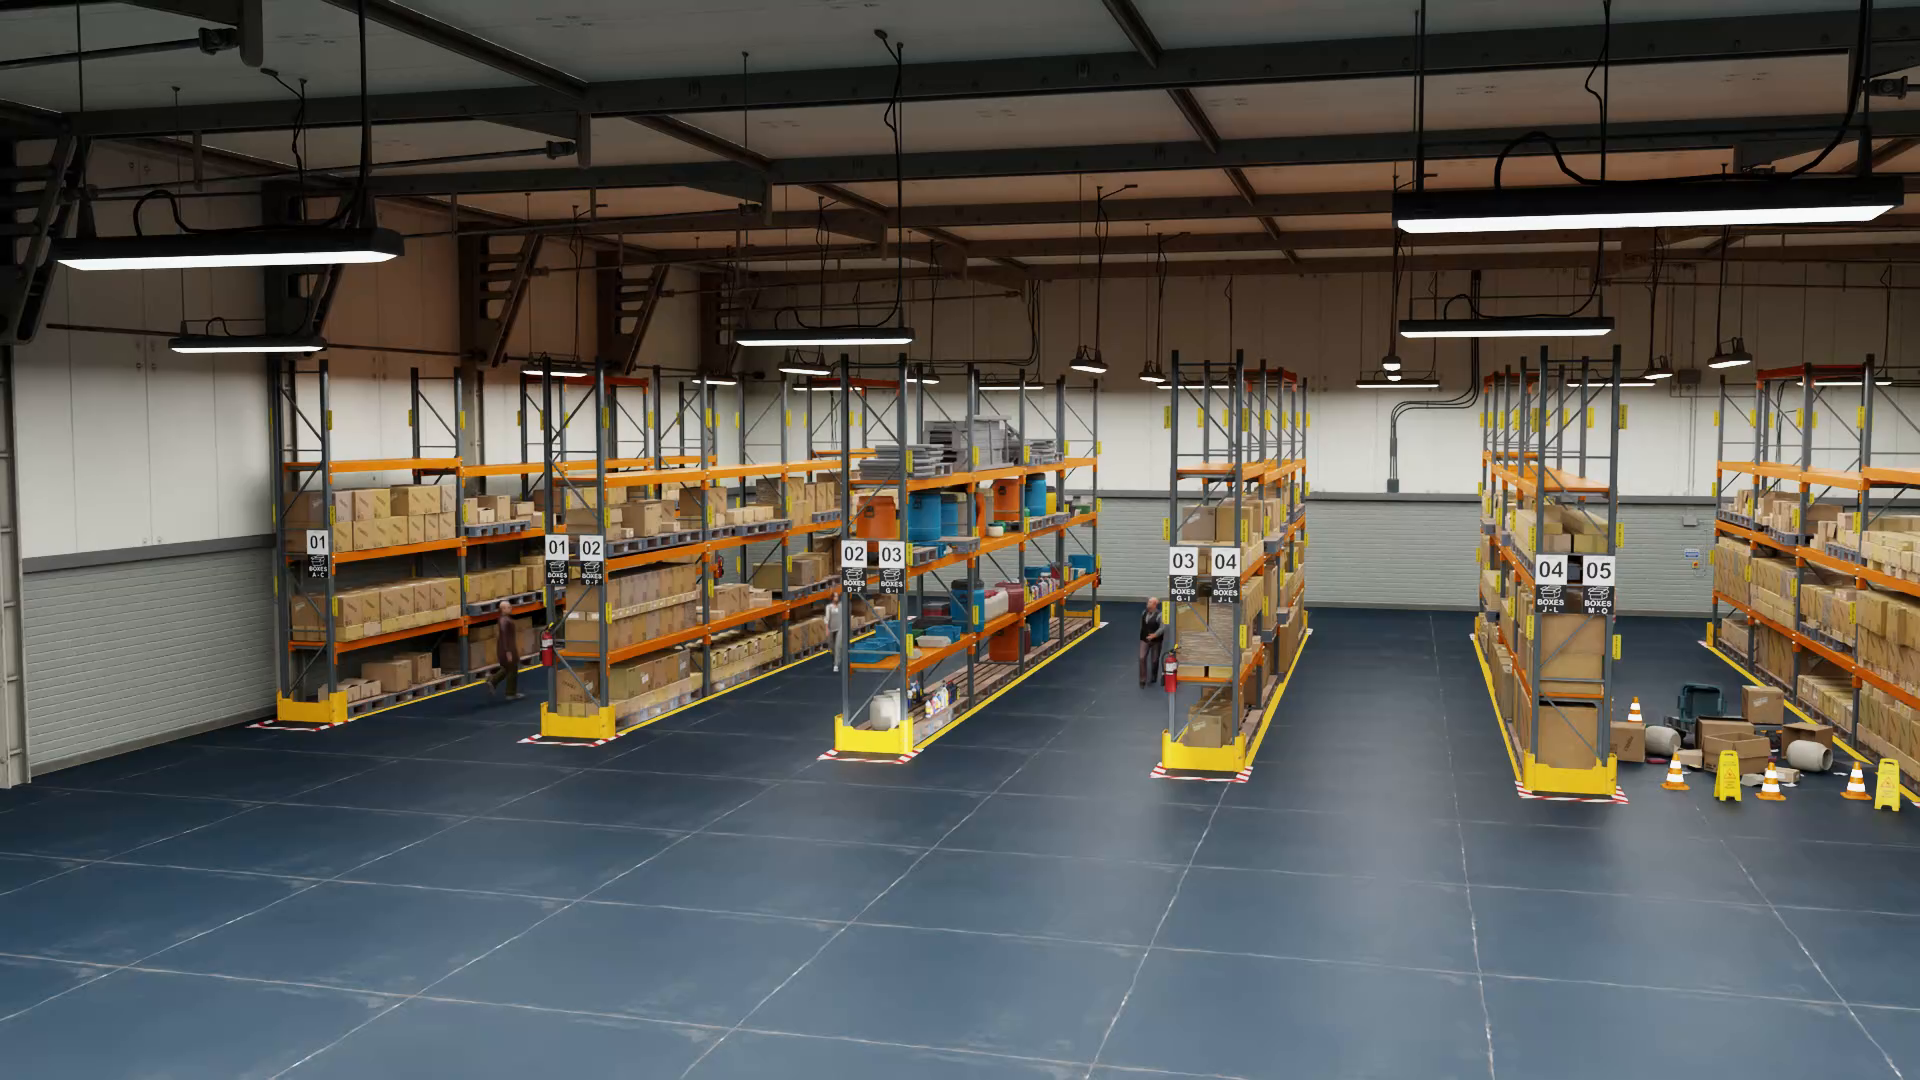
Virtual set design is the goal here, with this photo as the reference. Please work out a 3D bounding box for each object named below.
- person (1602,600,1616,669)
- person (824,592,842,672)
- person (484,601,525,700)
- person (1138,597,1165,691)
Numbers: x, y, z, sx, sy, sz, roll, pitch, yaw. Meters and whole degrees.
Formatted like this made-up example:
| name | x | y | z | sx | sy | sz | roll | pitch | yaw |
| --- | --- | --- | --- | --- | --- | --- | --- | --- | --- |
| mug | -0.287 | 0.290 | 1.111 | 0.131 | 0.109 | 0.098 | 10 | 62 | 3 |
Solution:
| name | x | y | z | sx | sy | sz | roll | pitch | yaw |
| --- | --- | --- | --- | --- | --- | --- | --- | --- | --- |
| person | 13.032 | 1.693 | 33.656 | 0.464 | 1.794 | 0.608 | 3 | 5 | 32 |
| person | -2.474 | 1.800 | 33.067 | 0.402 | 1.548 | 0.823 | 1 | 4 | 8 |
| person | -8.139 | 1.971 | 29.677 | 0.723 | 1.767 | 0.550 | -4 | 5 | -41 |
| person | 3.617 | 1.926 | 31.245 | 0.504 | 1.700 | 0.992 | 1 | 4 | 15 |
